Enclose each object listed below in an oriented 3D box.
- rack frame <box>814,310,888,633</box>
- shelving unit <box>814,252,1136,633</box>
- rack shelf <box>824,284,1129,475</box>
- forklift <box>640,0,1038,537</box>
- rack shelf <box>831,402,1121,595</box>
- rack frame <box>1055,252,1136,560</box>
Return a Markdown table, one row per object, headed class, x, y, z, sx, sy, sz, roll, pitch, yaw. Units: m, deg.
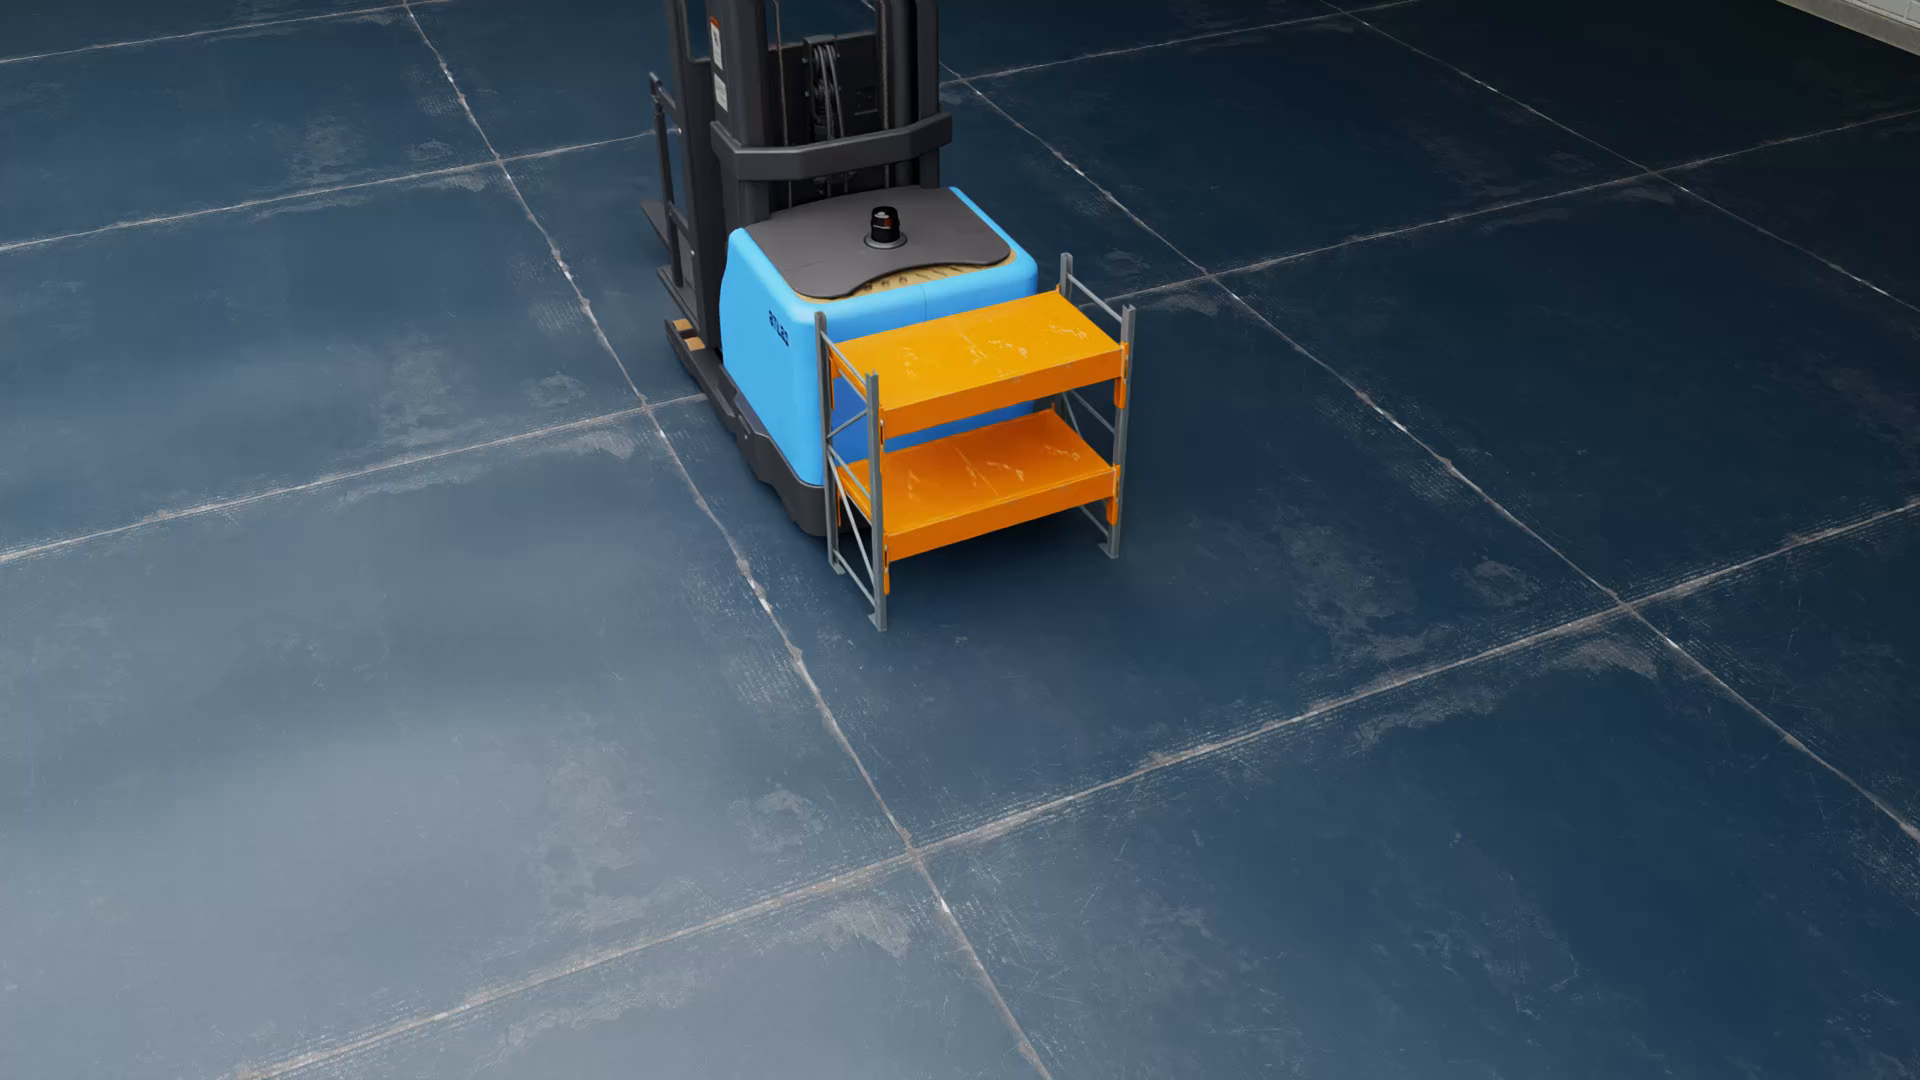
| class | x | y | z | sx | sy | sz | roll | pitch | yaw |
| --- | --- | --- | --- | --- | --- | --- | --- | --- | --- |
| rack frame | -0.400 | -0.238 | 6.126 | 0.032 | 1.125 | 0.500 | -17 | 40 | -21 |
| shelving unit | 0.054 | -0.373 | 6.309 | 1.048 | 1.125 | 0.538 | -17 | 40 | -21 |
| rack shelf | 0.055 | -0.608 | 6.135 | 1.000 | 0.278 | 0.538 | -17 | 40 | -21 |
| forklift | -0.754 | -2.061 | 7.069 | 1.130 | 2.935 | 3.031 | -15 | 39 | -20 |
| rack shelf | 0.054 | -0.177 | 6.455 | 1.000 | 0.278 | 0.538 | -17 | 40 | -21 |
| rack frame | 0.509 | -0.509 | 6.492 | 0.032 | 1.125 | 0.500 | -17 | 40 | -21 |
